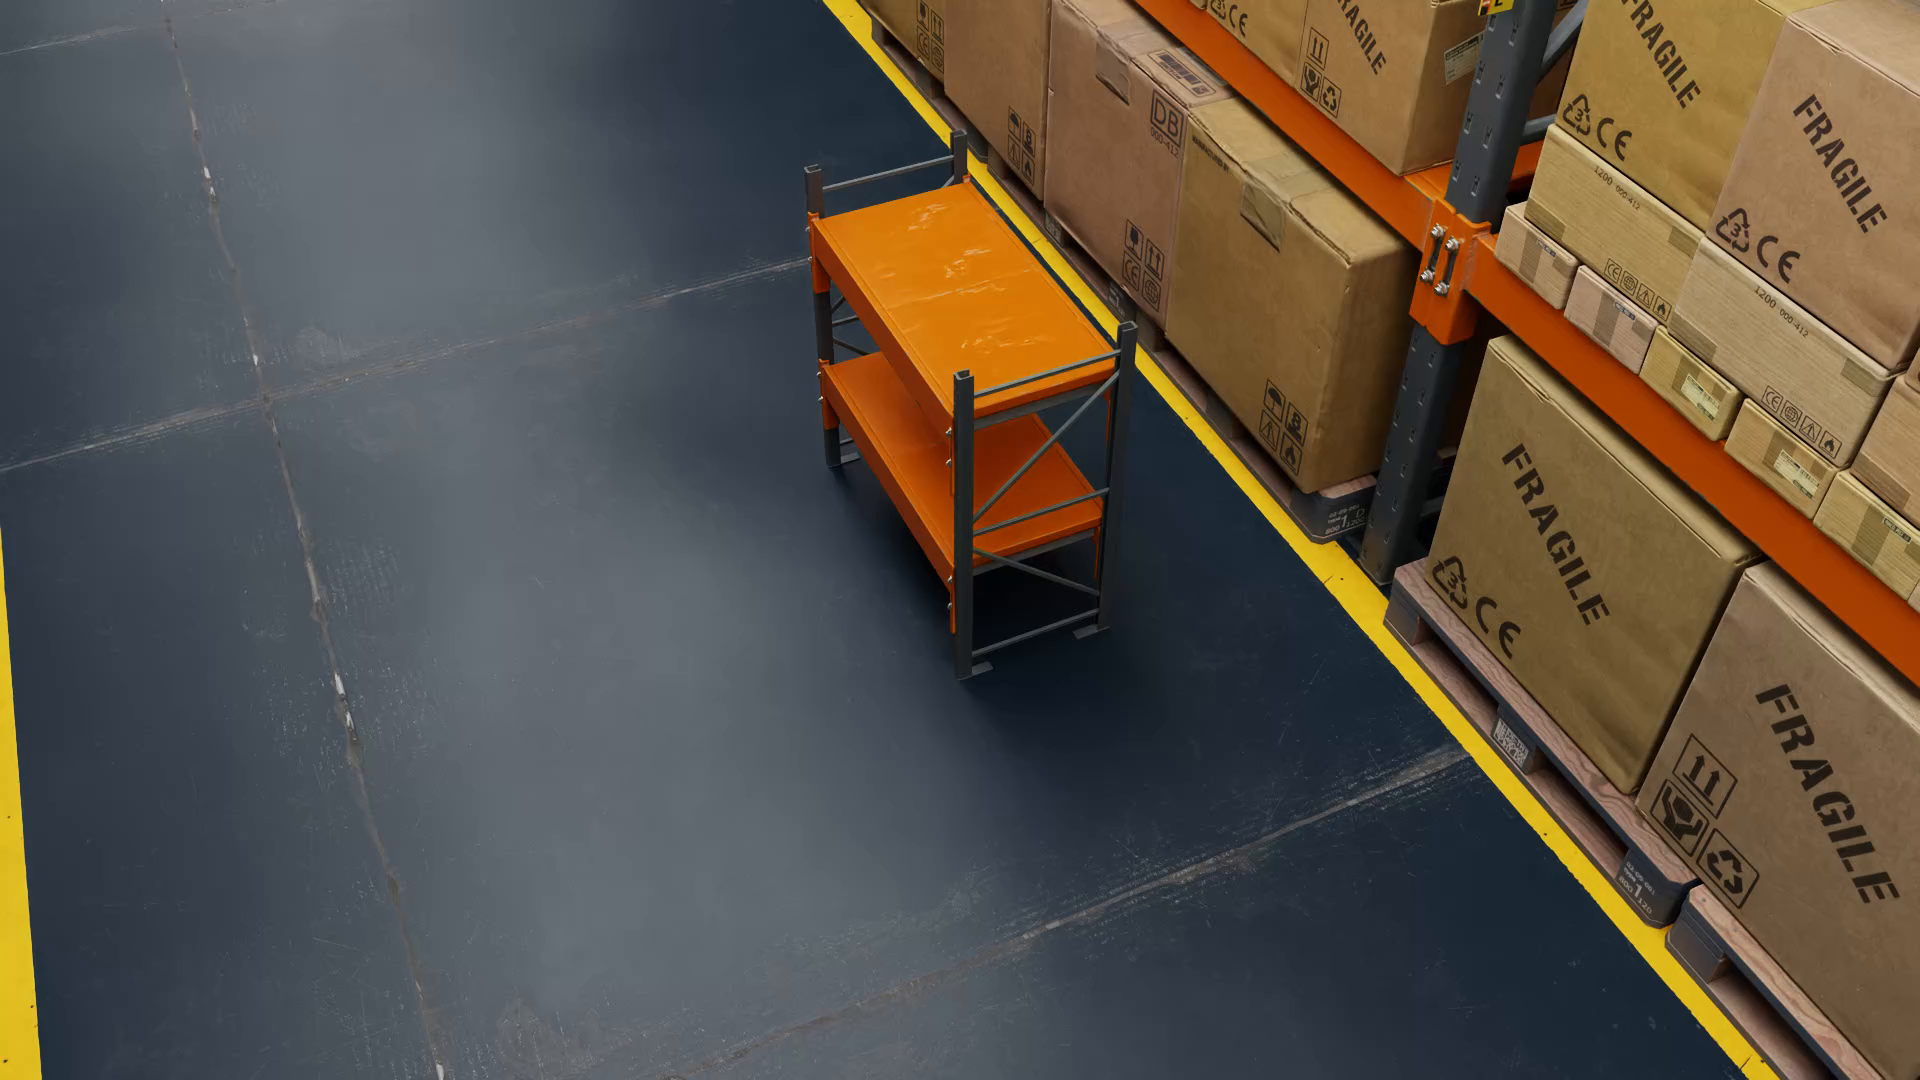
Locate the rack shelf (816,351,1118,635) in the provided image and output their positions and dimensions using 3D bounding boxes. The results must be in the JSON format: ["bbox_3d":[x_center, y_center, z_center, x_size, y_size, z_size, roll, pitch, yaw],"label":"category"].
[{"bbox_3d":[0.003,-0.222,5.022,0.538,0.278,1.000,-18,47,-17],"label":"rack shelf"}]

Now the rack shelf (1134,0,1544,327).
[{"bbox_3d":[0.873,-2.123,5.778,1.077,0.370,4.000,-18,47,-17],"label":"rack shelf"}]

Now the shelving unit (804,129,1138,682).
[{"bbox_3d":[0.003,-0.396,4.851,0.538,1.125,1.048,-18,47,-17],"label":"shelving unit"}]

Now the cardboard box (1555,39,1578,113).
[{"bbox_3d":[1.747,-1.507,4.571,0.500,0.500,0.500,-18,47,-17],"label":"cardboard box"}]

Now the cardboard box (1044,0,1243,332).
[{"bbox_3d":[1.050,-1.469,5.817,1.225,0.875,0.875,-20,48,-19],"label":"cardboard box"}]

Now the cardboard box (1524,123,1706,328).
[{"bbox_3d":[1.673,-0.780,3.800,0.500,0.250,0.500,-19,48,-18],"label":"cardboard box"}]

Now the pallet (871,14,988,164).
[{"bbox_3d":[0.295,-2.136,7.265,1.003,0.211,1.213,-18,47,-17],"label":"pallet"}]

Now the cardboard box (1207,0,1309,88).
[{"bbox_3d":[1.067,-1.675,4.741,0.500,0.500,0.500,-17,47,-16],"label":"cardboard box"}]

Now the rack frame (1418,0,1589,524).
[{"bbox_3d":[1.711,-1.104,4.233,0.949,2.616,0.053,-18,47,-17],"label":"rack frame"}]

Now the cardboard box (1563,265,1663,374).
[{"bbox_3d":[1.647,-0.561,3.862,0.380,0.149,0.250,-20,48,-19],"label":"cardboard box"}]

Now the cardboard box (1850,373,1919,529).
[{"bbox_3d":[2.101,-0.134,3.145,0.500,0.250,0.500,-17,47,-16],"label":"cardboard box"}]

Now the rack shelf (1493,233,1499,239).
[{"bbox_3d":[2.554,0.356,3.126,0.919,0.124,3.809,-18,47,-17],"label":"rack shelf"}]

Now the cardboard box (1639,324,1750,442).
[{"bbox_3d":[1.758,-0.393,3.692,0.380,0.149,0.250,-17,47,-16],"label":"cardboard box"}]

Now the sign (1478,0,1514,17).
[{"bbox_3d":[1.225,-1.322,3.686,0.100,0.325,0.005,-18,47,-17],"label":"sign"}]

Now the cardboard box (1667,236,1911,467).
[{"bbox_3d":[1.878,-0.462,3.478,0.500,0.250,0.500,-18,47,-18],"label":"cardboard box"}]

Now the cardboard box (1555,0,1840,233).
[{"bbox_3d":[1.683,-1.043,3.533,0.500,0.500,0.500,-18,47,-17],"label":"cardboard box"}]

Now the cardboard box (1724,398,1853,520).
[{"bbox_3d":[1.870,-0.226,3.523,0.380,0.149,0.250,-19,48,-18],"label":"cardboard box"}]

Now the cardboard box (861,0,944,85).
[{"bbox_3d":[0.303,-2.601,6.964,1.225,0.875,0.875,-20,48,-19],"label":"cardboard box"}]

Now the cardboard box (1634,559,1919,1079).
[{"bbox_3d":[2.297,0.520,3.801,0.875,0.875,0.875,-18,47,-17],"label":"cardboard box"}]

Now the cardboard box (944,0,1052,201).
[{"bbox_3d":[0.671,-2.031,6.386,1.225,0.875,0.875,-18,47,-17],"label":"cardboard box"}]

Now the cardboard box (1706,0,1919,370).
[{"bbox_3d":[1.883,-0.727,3.213,0.500,0.500,0.500,-18,47,-17],"label":"cardboard box"}]

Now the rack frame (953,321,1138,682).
[{"bbox_3d":[0.217,-0.072,4.522,0.500,1.125,0.032,-18,47,-17],"label":"rack frame"}]

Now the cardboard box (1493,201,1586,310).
[{"bbox_3d":[1.536,-0.729,4.032,0.380,0.149,0.250,-18,47,-17],"label":"cardboard box"}]

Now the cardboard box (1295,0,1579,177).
[{"bbox_3d":[1.269,-1.358,4.419,0.500,0.500,0.500,-18,47,-17],"label":"cardboard box"}]

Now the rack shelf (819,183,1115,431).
[{"bbox_3d":[0.003,-0.657,4.593,0.459,0.093,0.952,-18,47,-17],"label":"rack shelf"}]

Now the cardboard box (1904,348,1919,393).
[{"bbox_3d":[2.106,-0.397,2.878,0.500,0.500,0.500,-19,48,-19],"label":"cardboard box"}]

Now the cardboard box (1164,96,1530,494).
[{"bbox_3d":[1.426,-0.900,5.240,1.225,0.875,0.875,-18,47,-17],"label":"cardboard box"}]

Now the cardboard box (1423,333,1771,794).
[{"bbox_3d":[1.918,-0.054,4.382,0.875,0.875,0.875,-18,47,-17],"label":"cardboard box"}]

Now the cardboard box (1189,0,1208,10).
[{"bbox_3d":[0.841,-2.006,5.076,0.500,0.500,0.500,-19,48,-18],"label":"cardboard box"}]

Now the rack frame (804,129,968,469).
[{"bbox_3d":[-0.211,-0.720,5.179,0.500,1.125,0.032,-18,47,-17],"label":"rack frame"}]
